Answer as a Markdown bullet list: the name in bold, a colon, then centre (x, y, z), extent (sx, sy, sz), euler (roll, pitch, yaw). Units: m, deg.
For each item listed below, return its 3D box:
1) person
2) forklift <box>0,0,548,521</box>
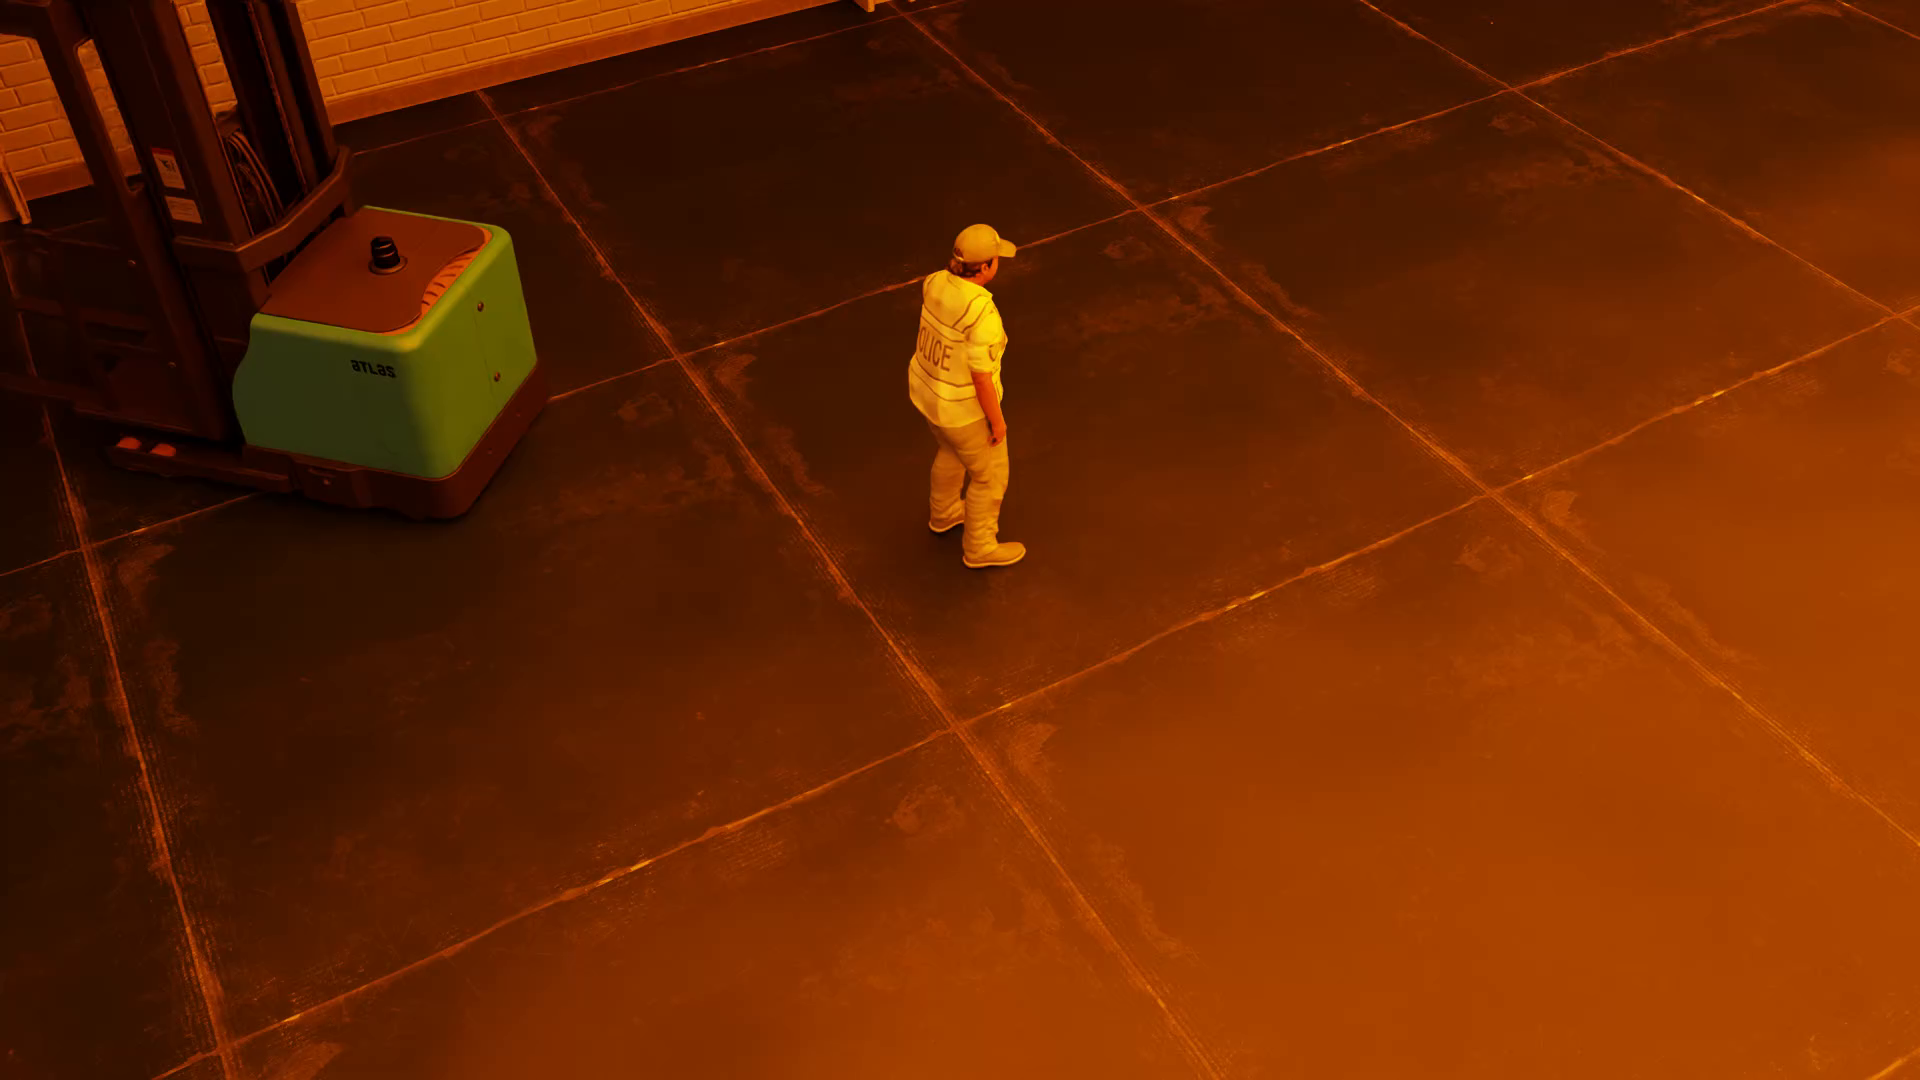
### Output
- **person**: centre (0.040, -0.624, 7.304), extent (0.466, 1.666, 0.546), euler (-23, 48, -23)
- **forklift**: centre (-3.686, -1.718, 7.551), extent (3.031, 2.935, 1.130), euler (10, 44, 11)
